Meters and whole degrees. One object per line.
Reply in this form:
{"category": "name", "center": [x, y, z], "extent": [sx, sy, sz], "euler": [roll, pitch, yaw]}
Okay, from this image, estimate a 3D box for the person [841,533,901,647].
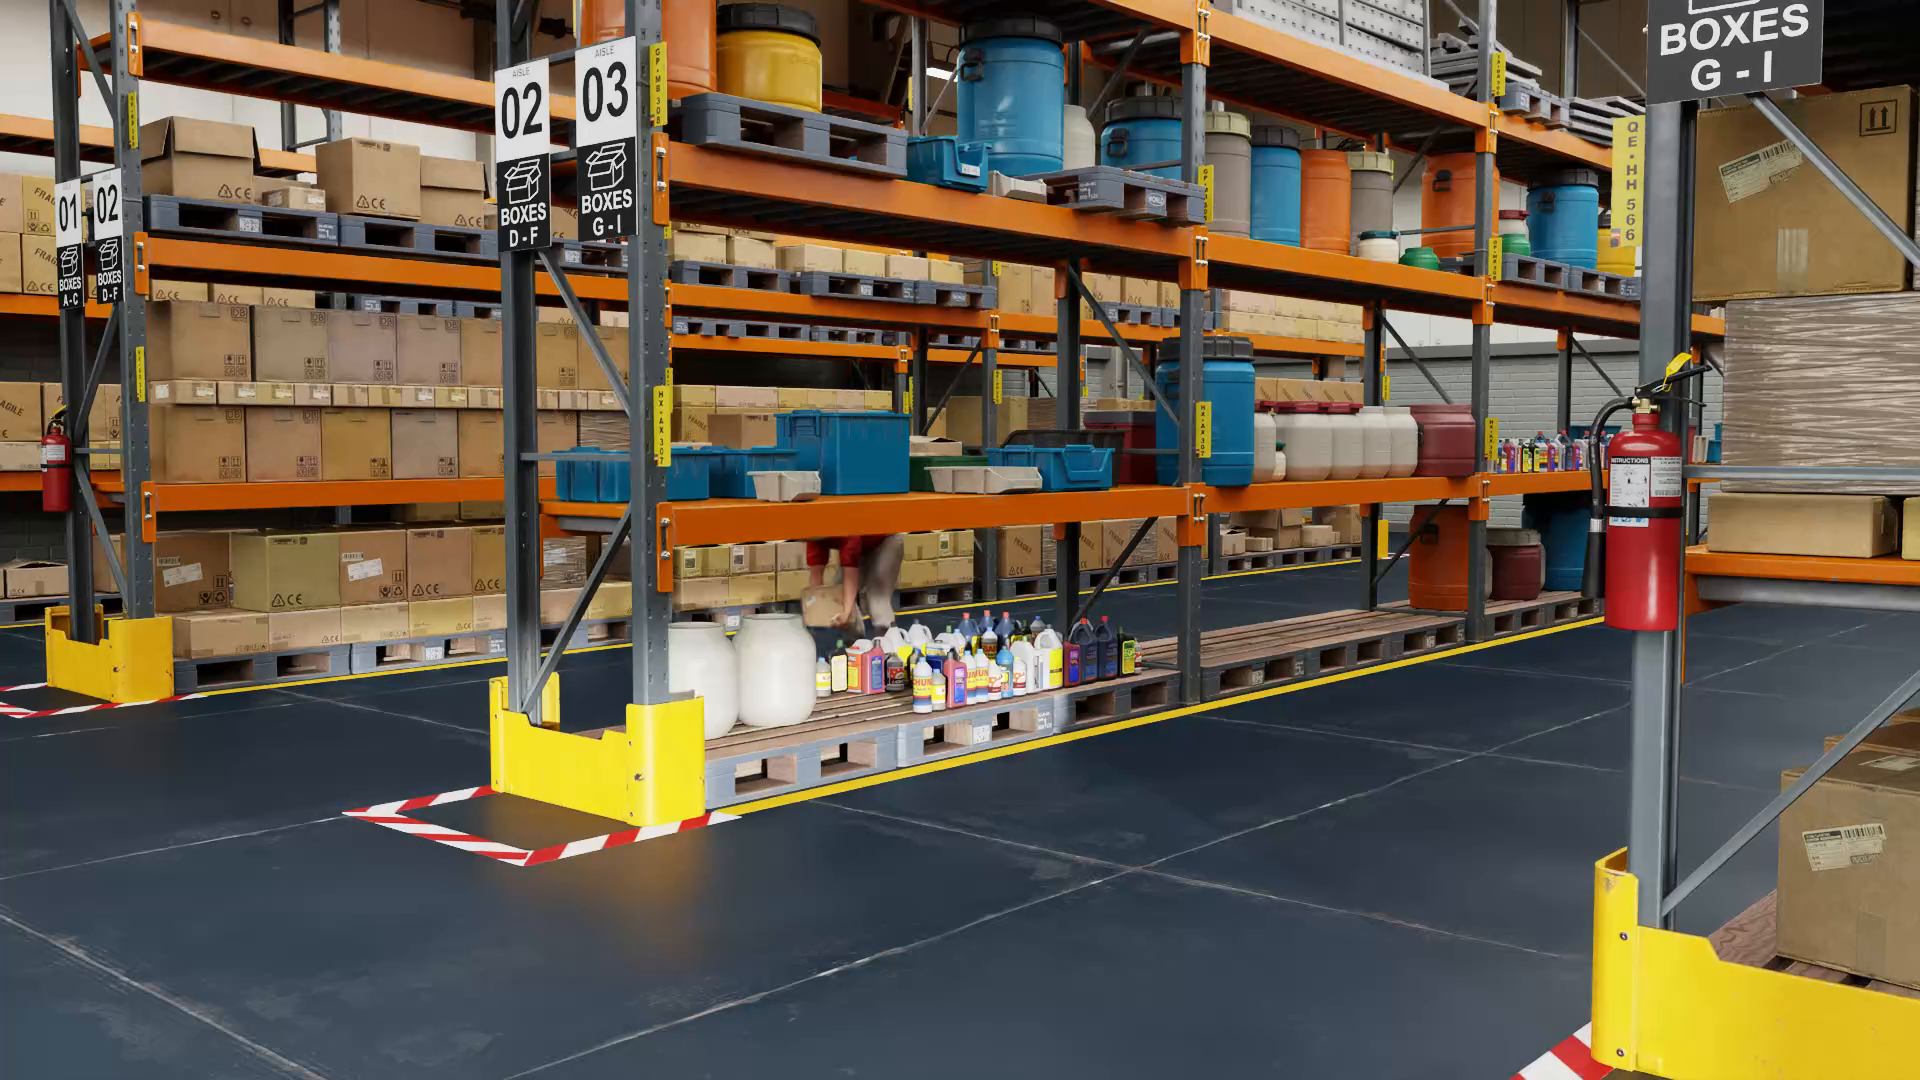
{"category": "person", "center": [-0.661, 0.037, 11.367], "extent": [0.494, 1.716, 0.537], "euler": [3, 5, 42]}
